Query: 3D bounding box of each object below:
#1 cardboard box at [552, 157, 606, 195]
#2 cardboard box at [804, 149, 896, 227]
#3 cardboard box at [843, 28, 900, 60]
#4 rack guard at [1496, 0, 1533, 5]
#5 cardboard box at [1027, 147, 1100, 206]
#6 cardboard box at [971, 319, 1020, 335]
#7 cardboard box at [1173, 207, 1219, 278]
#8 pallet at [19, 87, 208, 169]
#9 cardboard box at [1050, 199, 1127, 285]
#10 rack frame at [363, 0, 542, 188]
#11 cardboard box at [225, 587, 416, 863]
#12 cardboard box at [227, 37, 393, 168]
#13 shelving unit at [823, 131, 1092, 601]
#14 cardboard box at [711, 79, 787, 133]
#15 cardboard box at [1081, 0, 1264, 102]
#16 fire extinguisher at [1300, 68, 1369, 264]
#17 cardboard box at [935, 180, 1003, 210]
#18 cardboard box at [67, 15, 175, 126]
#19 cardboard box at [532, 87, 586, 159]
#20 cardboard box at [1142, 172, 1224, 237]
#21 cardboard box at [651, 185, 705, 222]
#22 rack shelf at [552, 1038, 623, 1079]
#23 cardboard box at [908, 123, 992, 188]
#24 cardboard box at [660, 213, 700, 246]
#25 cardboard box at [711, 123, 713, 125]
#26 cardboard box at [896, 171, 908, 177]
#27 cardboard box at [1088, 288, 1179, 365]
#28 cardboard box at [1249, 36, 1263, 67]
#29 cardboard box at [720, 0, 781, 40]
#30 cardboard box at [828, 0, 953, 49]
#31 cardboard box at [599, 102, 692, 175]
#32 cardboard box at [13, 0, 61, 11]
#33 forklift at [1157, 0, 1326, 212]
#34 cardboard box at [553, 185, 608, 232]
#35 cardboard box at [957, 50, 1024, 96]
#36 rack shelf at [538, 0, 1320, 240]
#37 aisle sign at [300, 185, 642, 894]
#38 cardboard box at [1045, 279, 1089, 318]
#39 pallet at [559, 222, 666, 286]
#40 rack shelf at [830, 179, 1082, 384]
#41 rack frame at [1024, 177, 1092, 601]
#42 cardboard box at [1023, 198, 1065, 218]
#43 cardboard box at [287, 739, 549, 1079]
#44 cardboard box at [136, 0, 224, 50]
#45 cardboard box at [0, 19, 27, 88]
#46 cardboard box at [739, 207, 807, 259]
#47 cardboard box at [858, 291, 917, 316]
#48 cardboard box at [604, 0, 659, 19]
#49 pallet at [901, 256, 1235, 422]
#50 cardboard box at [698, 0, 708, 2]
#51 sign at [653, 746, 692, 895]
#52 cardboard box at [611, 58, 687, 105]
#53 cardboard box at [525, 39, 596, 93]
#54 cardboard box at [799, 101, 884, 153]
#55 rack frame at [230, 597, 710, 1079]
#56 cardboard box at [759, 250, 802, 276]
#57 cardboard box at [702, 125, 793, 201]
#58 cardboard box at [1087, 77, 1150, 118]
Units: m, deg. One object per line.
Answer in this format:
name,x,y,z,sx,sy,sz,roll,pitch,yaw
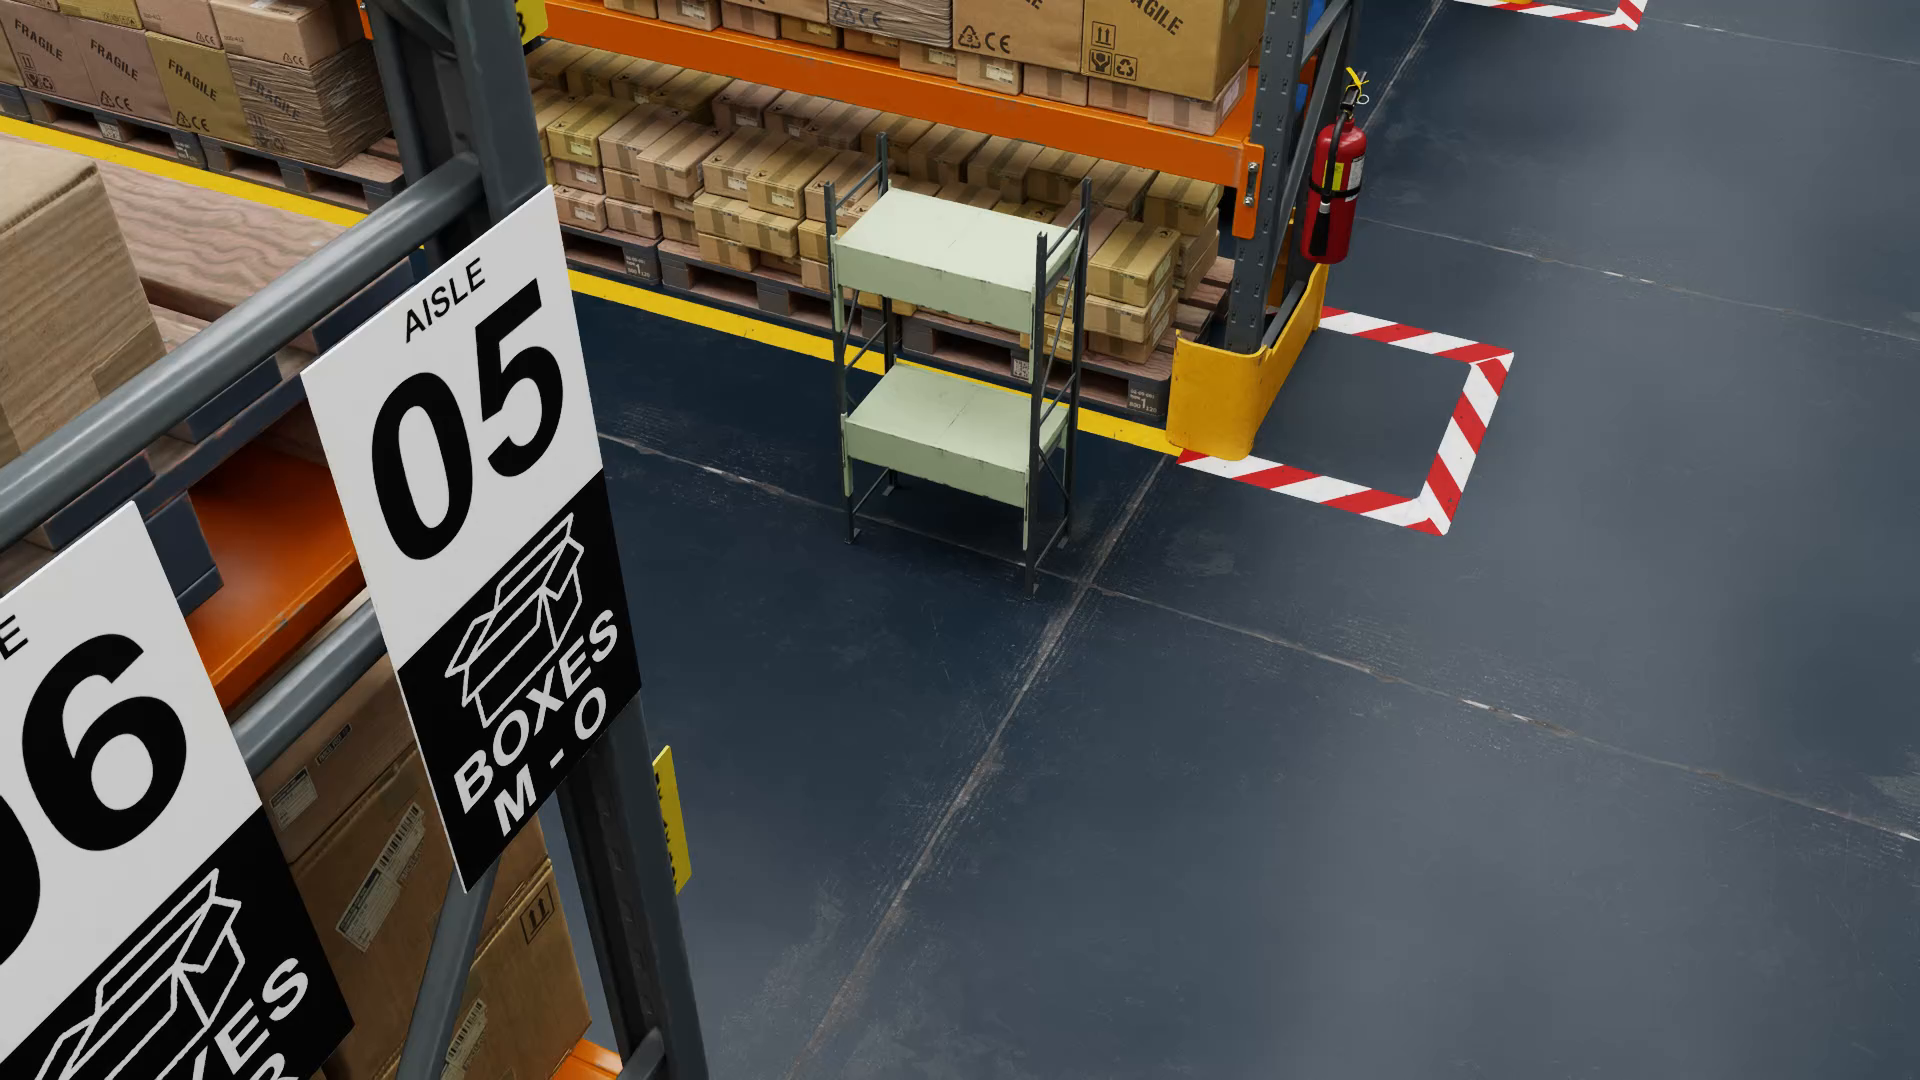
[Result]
cardboard box,-1.647,-1.754,7.613,0.250,0.149,0.380,17,44,18
cardboard box,-0.464,-1.498,7.090,0.250,0.149,0.380,16,43,17
cardboard box,-0.263,-2.043,6.508,0.250,0.149,0.380,15,43,17
rack guard,3.492,-3.771,10.219,0.348,0.500,1.175,17,44,19
cardboard box,0.476,-1.610,7.219,0.250,0.149,0.380,17,44,19
cardboard box,0.238,-1.045,7.021,0.250,0.149,0.380,17,44,18
cardboard box,0.915,-1.297,7.086,0.250,0.149,0.380,19,44,20
pallet,-4.159,-2.412,8.871,1.213,0.211,1.003,17,44,19
cardboard box,0.491,-1.212,6.760,0.250,0.149,0.380,18,44,19
rack frame,-2.343,-2.914,7.322,0.127,3.000,1.000,17,44,19
cardboard box,-0.924,0.237,2.352,0.250,0.149,0.380,18,44,20
cardboard box,-3.120,-2.183,8.067,0.500,0.500,0.500,16,43,18
shelving unit,-0.006,-0.569,5.761,0.755,1.500,0.431,17,44,19
cardboard box,-0.947,-2.026,7.699,0.250,0.149,0.380,15,43,17
cardboard box,0.766,-1.928,5.881,0.500,0.500,0.500,18,44,19
fire extinguisher,1.315,-1.292,5.795,0.183,0.674,0.296,17,44,19
cardboard box,-0.005,-1.318,6.882,0.250,0.149,0.380,15,43,17
cardboard box,-4.048,-2.470,8.398,0.500,0.500,0.500,16,43,18
cardboard box,-1.894,-1.890,7.542,0.250,0.149,0.380,19,44,21
cardboard box,0.950,-1.459,7.045,0.250,0.149,0.380,15,43,17
cardboard box,-1.164,-1.588,7.421,0.250,0.149,0.380,19,44,21
rack shelf,-2.532,0.878,3.496,4.000,0.370,1.077,17,44,19
cardboard box,-0.031,-1.712,7.337,0.250,0.149,0.380,19,44,20
cardboard box,-1.151,-1.498,7.544,0.250,0.149,0.380,15,43,17
cardboard box,-1.237,-1.950,7.839,0.250,0.149,0.380,17,44,19
cardboard box,-0.299,-1.625,7.464,0.250,0.149,0.380,19,44,21
cardboard box,0.716,-0.910,6.865,0.250,0.149,0.380,18,44,19
cardboard box,1.127,-1.996,6.454,0.250,0.149,0.380,17,44,18
cardboard box,-0.748,-2.164,6.648,0.250,0.149,0.380,19,44,20
cardboard box,-0.162,-2.208,6.204,0.500,0.500,0.500,17,44,19
cardboard box,-1.398,-1.791,7.428,0.250,0.149,0.380,16,43,18
cardboard box,-4.543,-2.899,8.320,0.500,0.250,0.500,17,44,19
forklift,0.271,-3.350,7.878,3.031,2.935,1.130,18,44,20
cardboard box,-1.661,-1.592,7.653,0.250,0.149,0.380,17,44,18
cardboard box,0.182,-1.842,6.277,0.250,0.149,0.380,18,44,20
rack shelf,-0.531,-2.088,6.918,4.000,0.370,1.077,17,44,19
aisle sign,-0.532,0.025,1.946,0.004,0.787,0.394,17,44,19
cardboard box,0.469,-1.081,6.836,0.250,0.149,0.380,16,43,18
pallet,-1.720,-1.695,8.045,1.213,0.211,1.003,17,44,19
rack shelf,-0.006,-0.863,5.505,0.720,0.370,0.431,17,44,19
rack frame,0.326,-0.467,5.644,0.023,1.500,0.400,17,44,19
cardboard box,0.432,-1.422,7.229,0.250,0.149,0.380,18,44,19
cardboard box,-1.034,0.442,2.610,0.500,0.500,0.500,16,43,18
cardboard box,-3.585,-2.618,7.995,0.500,0.250,0.500,19,44,21
cardboard box,-4.978,-2.751,8.722,0.500,0.500,0.500,17,44,19
cardboard box,-0.749,-1.397,7.201,0.250,0.149,0.380,17,44,19
cardboard box,-0.249,-1.139,7.130,0.250,0.149,0.380,15,43,17
cardboard box,-1.251,-2.289,6.792,0.250,0.149,0.380,18,44,19
pallet,0.492,-1.019,7.265,1.213,0.211,1.003,17,44,19
cardboard box,-1.108,-2.484,6.522,0.500,0.500,0.500,16,43,18
sign,-0.480,0.475,2.690,0.005,0.325,0.100,17,44,19
cardboard box,-1.434,-2.164,7.858,0.250,0.149,0.380,17,44,18
cardboard box,-1.911,-2.276,7.988,0.250,0.149,0.380,18,44,20
cardboard box,-0.519,-1.825,7.467,0.250,0.149,0.380,17,44,19
rack frame,-0.720,1.160,2.622,0.127,3.000,1.000,17,44,19
cardboard box,-0.686,-1.341,7.363,0.250,0.149,0.380,18,44,20
cardboard box,-0.920,-1.645,7.260,0.250,0.149,0.380,15,43,17
cardboard box,0.657,-1.725,6.142,0.250,0.149,0.380,17,44,19
